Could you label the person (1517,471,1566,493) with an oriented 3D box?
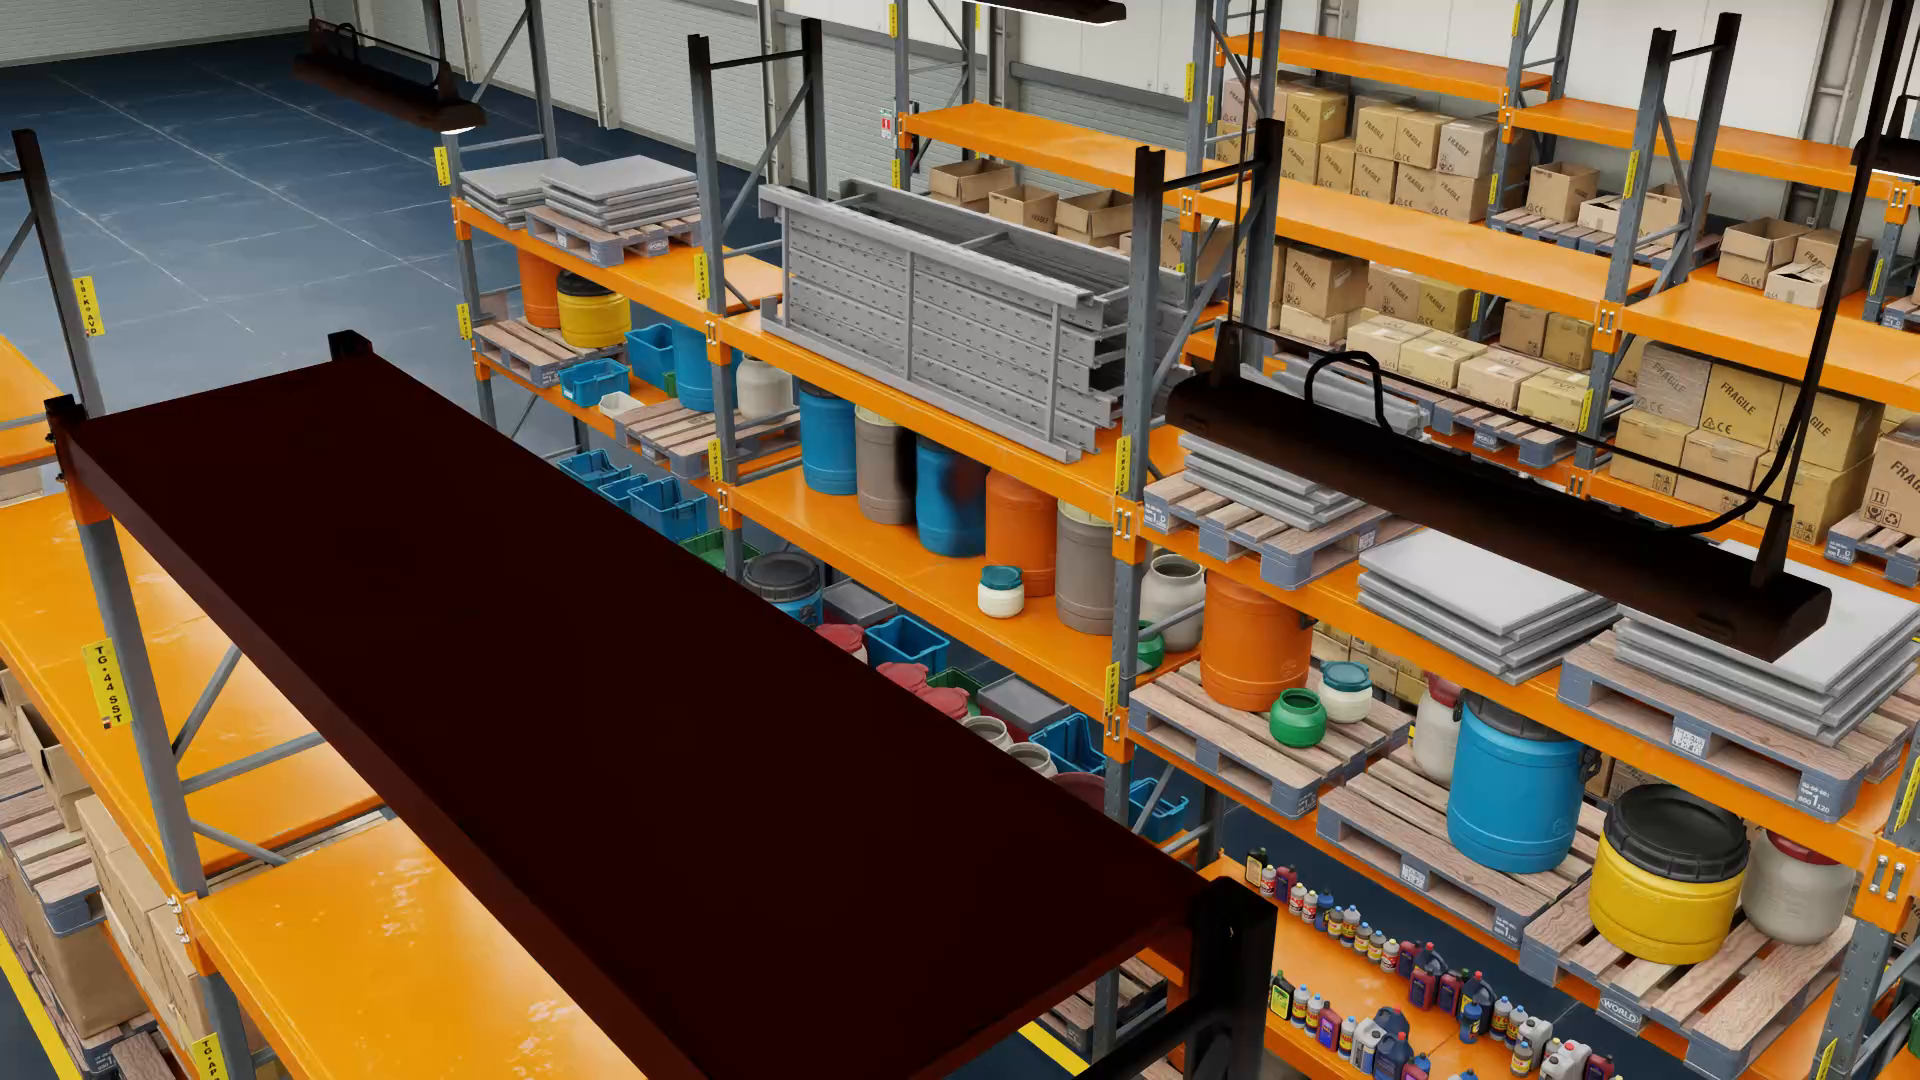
[{"bbox_3d":[5.743,-0.372,16.403,0.615,1.823,0.658,-1,27,-2],"label":"person"}]
